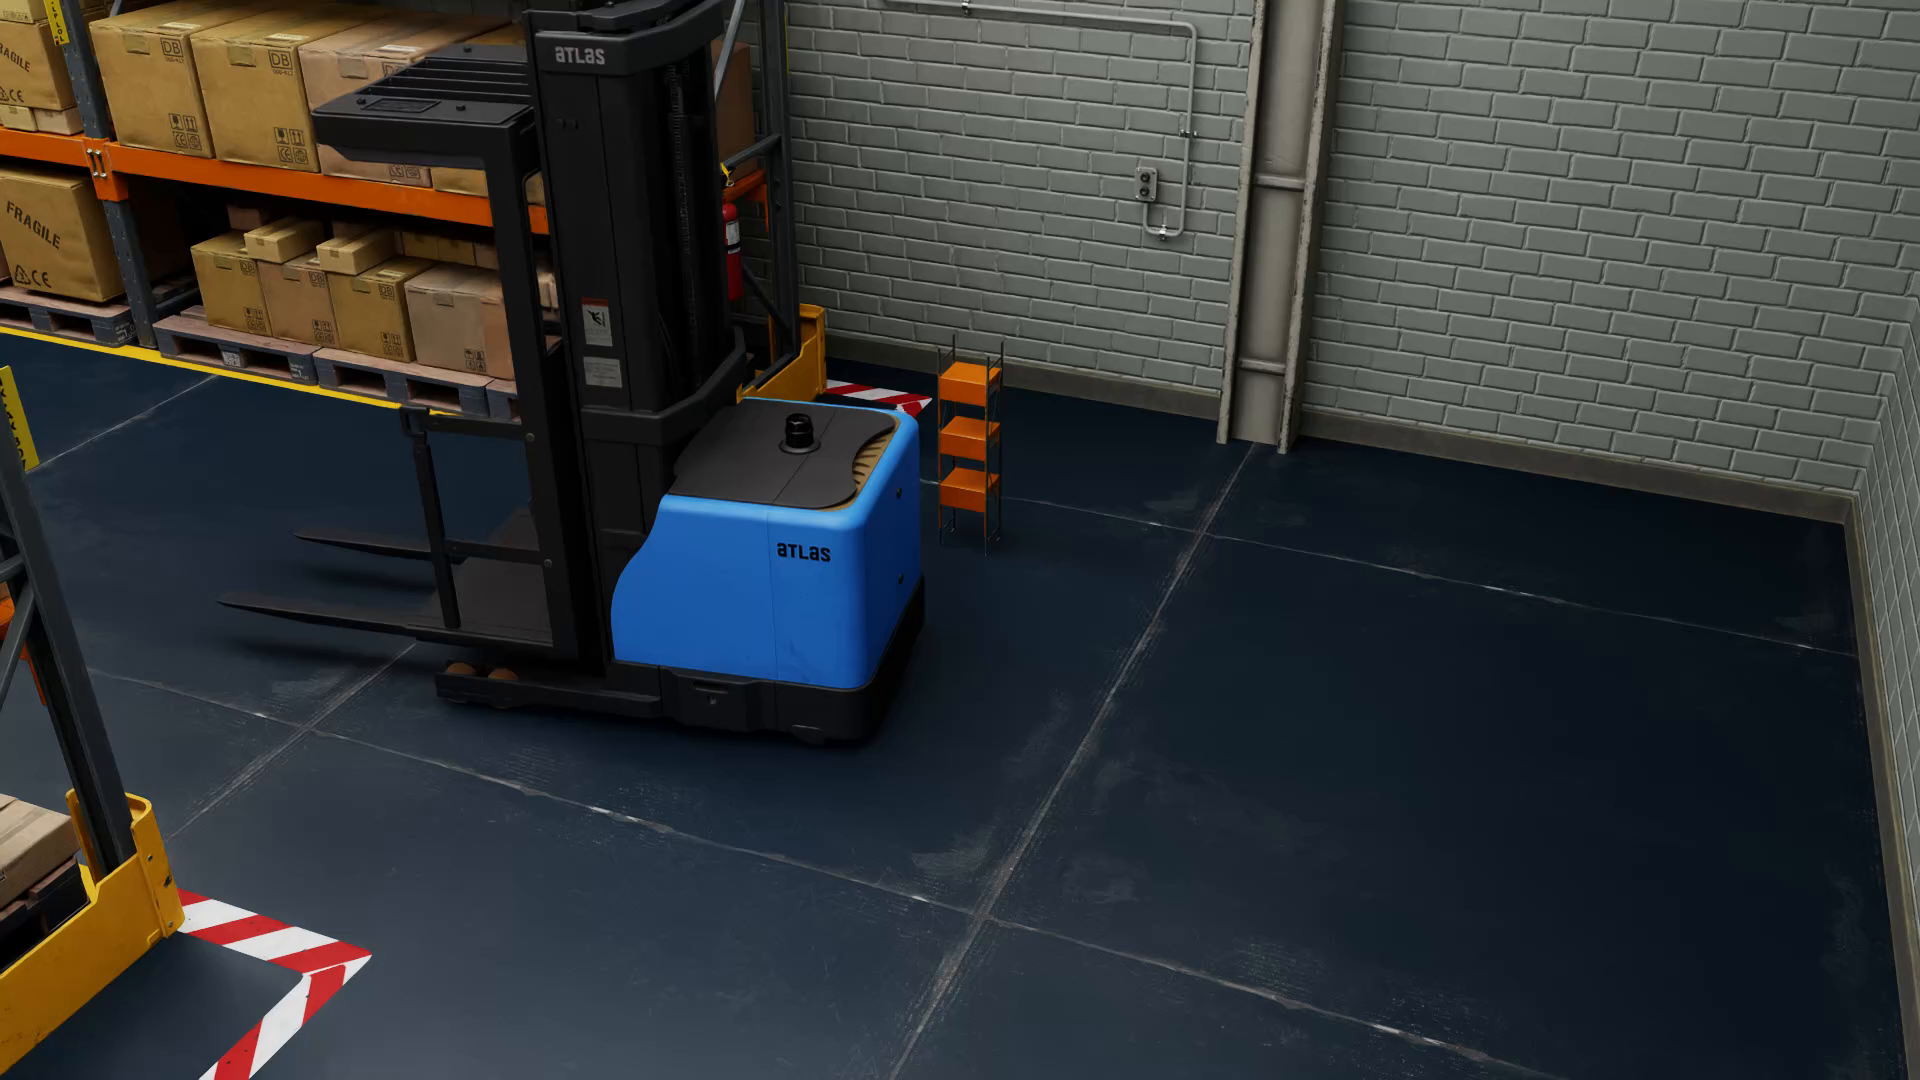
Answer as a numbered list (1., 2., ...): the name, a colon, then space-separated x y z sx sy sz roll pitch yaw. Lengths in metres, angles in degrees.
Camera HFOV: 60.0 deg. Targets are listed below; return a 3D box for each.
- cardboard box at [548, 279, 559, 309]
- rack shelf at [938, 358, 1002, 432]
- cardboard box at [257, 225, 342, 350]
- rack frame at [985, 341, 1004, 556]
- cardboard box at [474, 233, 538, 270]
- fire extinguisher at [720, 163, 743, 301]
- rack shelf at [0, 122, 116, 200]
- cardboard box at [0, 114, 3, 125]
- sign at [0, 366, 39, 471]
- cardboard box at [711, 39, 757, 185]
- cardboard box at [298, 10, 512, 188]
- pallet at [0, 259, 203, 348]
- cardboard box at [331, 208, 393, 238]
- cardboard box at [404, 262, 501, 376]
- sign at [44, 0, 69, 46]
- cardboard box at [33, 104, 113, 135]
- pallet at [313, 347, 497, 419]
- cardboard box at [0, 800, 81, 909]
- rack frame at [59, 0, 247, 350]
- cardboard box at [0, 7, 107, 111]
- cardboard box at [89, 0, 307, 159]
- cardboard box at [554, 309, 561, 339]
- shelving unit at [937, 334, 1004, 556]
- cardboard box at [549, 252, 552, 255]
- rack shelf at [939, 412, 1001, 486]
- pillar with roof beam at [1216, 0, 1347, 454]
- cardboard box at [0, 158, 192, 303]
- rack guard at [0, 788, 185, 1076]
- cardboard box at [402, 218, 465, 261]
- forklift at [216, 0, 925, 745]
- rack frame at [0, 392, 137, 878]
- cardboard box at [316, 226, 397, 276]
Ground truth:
1. cardboard box: -2.041 -1.387 9.110 0.250 0.149 0.380 11 31 19
2. rack shelf: 0.050 -0.685 7.840 0.240 0.259 0.215 11 31 19
3. cardboard box: -3.755 -1.540 10.041 0.500 0.500 0.700 11 31 19
4. rack frame: 0.163 -0.425 7.934 0.008 1.050 0.200 11 31 19
5. cardboard box: -2.600 -1.701 9.665 0.250 0.149 0.380 12 32 20
6. fire extinguisher: -1.201 -1.551 8.403 0.183 0.674 0.296 11 31 19
7. rack shelf: -6.727 -2.782 10.855 4.000 0.370 1.077 11 31 19
8. cardboard box: -5.759 -2.663 10.147 0.250 0.149 0.380 12 32 21
9. sign: -2.822 -0.350 4.942 0.005 0.325 0.100 11 31 19
10. cardboard box: -1.643 -2.206 8.799 0.700 0.700 0.980 13 32 21
11. cardboard box: -3.025 -2.481 9.285 0.700 0.700 0.980 10 31 17
12. pallet: -5.617 -1.620 10.901 1.213 0.211 1.003 11 31 19
13. cardboard box: -3.545 -1.890 9.999 0.250 0.149 0.380 10 31 18
14. cardboard box: -2.783 -1.349 9.702 0.500 0.500 0.700 10 31 17
15. sign: -5.068 -2.946 9.317 0.005 0.325 0.100 11 31 19
16. cardboard box: -5.293 -2.558 9.963 0.250 0.149 0.380 12 31 20
17. pallet: -3.064 -1.110 10.000 1.213 0.211 1.003 11 31 19
18. cardboard box: -3.285 1.089 5.724 0.250 0.149 0.380 11 31 19
19. rack frame: -4.873 -2.725 10.023 0.127 3.000 1.000 11 31 19
20. cardboard box: -5.396 -2.878 9.868 0.500 0.500 0.500 11 31 18
21. cardboard box: -4.377 -2.748 9.759 0.700 0.700 0.980 12 32 20
22. cardboard box: -1.853 -1.164 9.374 0.500 0.500 0.700 11 31 19
23. shelving unit: 0.050 -0.447 7.974 0.252 1.050 0.215 11 31 19
24. cardboard box: -2.132 -1.608 9.500 0.250 0.149 0.380 11 31 19
25. rack shelf: 0.050 -0.438 7.979 0.240 0.259 0.215 11 31 19
26. pillar with roof beam: 0.042 -2.529 3.579 0.400 9.000 9.100 11 31 19
27. cardboard box: -5.525 -2.033 10.557 0.750 0.750 0.750 12 32 20
28. rack guard: -3.096 1.348 5.357 0.348 0.500 1.175 11 31 19
29. cardboard box: -3.072 -1.795 9.832 0.250 0.149 0.380 11 31 18
30. forklift: -1.731 -0.813 6.709 3.031 2.935 1.130 6 30 11
31. rack frame: -3.026 0.274 4.717 0.127 3.000 1.000 11 31 19
32. cardboard box: -3.487 -1.674 9.618 0.250 0.149 0.380 10 31 18
